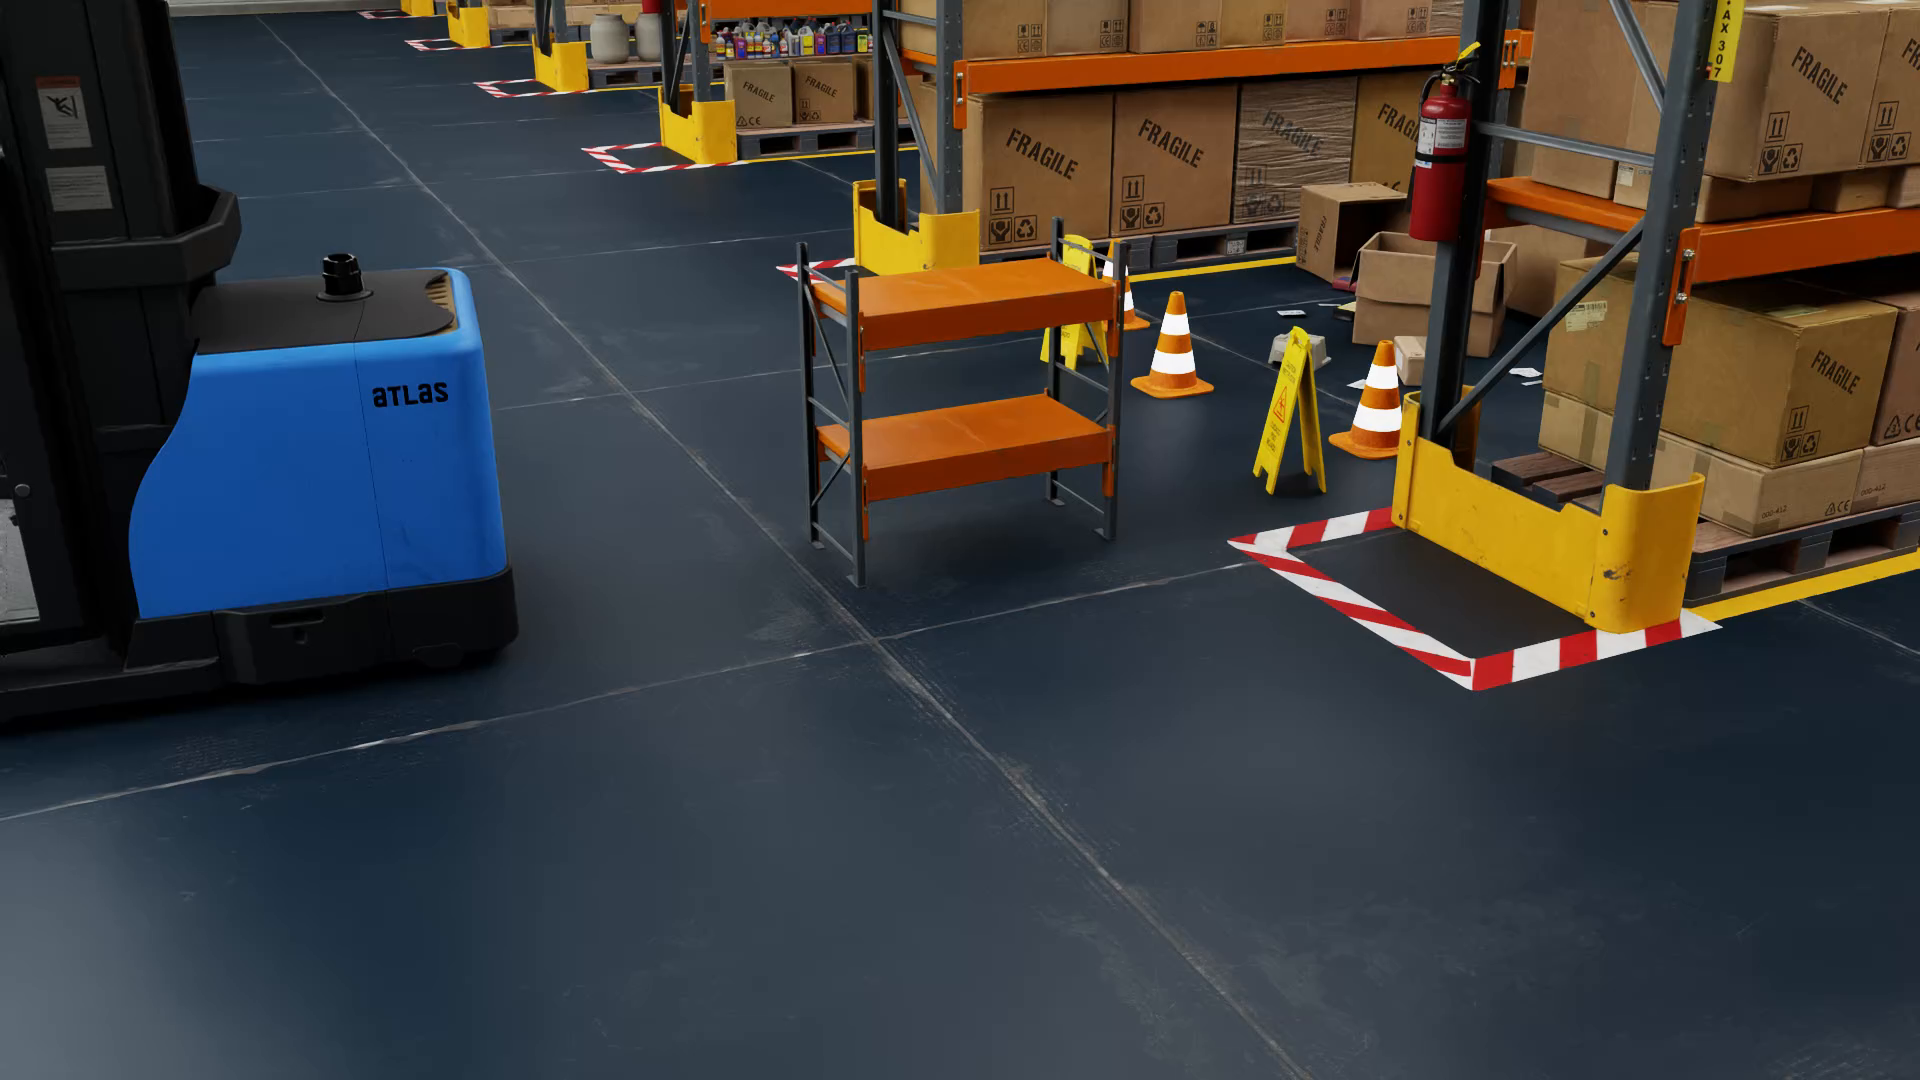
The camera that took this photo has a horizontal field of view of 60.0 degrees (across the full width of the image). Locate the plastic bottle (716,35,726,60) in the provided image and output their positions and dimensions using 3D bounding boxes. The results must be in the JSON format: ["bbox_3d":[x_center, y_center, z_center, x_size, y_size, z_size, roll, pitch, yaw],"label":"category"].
[{"bbox_3d":[-2.693,-5.543,18.710,0.097,0.271,0.097,0,22,0],"label":"plastic bottle"}]

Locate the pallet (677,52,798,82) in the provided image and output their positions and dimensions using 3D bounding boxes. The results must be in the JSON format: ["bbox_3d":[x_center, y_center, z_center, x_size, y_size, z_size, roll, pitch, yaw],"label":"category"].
[{"bbox_3d":[-2.581,-5.481,19.214,1.213,0.211,1.003,-10,25,-24],"label":"pallet"}]

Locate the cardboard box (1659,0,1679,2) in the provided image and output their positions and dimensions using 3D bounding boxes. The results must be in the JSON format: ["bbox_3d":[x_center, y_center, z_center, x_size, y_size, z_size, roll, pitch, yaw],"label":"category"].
[{"bbox_3d":[2.350,-2.090,5.550,0.500,0.500,0.700,-11,25,-25],"label":"cardboard box"}]

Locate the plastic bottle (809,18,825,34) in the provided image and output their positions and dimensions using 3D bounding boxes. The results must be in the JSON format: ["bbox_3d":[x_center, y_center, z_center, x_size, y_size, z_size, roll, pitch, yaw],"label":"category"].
[{"bbox_3d":[-1.702,-6.009,19.733,0.185,0.351,0.144,-10,25,-24],"label":"plastic bottle"}]

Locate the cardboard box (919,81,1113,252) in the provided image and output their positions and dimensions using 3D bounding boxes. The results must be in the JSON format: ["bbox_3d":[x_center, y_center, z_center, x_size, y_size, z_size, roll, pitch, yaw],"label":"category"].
[{"bbox_3d":[0.329,-2.321,10.164,0.875,0.875,0.875,-10,25,-23],"label":"cardboard box"}]

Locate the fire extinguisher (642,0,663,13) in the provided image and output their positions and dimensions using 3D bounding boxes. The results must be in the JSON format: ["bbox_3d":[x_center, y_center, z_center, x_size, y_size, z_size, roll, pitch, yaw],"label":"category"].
[{"bbox_3d":[-2.616,-4.804,14.034,0.183,0.674,0.296,-10,25,-24],"label":"fire extinguisher"}]

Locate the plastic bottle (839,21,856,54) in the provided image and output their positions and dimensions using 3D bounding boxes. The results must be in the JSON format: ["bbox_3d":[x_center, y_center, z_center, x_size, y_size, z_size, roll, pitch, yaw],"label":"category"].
[{"bbox_3d":[-1.313,-5.843,19.332,0.185,0.351,0.144,-11,25,-25],"label":"plastic bottle"}]

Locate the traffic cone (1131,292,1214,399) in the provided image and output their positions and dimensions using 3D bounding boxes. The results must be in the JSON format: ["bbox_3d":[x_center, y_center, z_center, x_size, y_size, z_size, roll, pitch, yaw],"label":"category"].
[{"bbox_3d":[1.025,-0.954,7.950,0.334,0.463,0.336,-10,25,-24],"label":"traffic cone"}]

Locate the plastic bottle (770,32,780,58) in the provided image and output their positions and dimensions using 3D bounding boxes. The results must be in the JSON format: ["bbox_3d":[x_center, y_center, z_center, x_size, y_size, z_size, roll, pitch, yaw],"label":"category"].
[{"bbox_3d":[-2.111,-5.650,18.969,0.097,0.271,0.097,0,22,0],"label":"plastic bottle"}]

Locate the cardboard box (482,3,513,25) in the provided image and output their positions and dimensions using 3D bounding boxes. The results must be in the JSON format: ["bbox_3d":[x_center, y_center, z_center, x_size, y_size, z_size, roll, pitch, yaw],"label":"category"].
[{"bbox_3d":[-6.251,-7.229,22.837,0.500,0.250,0.500,-10,25,-24],"label":"cardboard box"}]

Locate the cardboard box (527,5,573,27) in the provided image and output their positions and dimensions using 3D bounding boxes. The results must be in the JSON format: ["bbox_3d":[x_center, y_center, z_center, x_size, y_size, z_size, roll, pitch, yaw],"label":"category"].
[{"bbox_3d":[-5.578,-7.134,22.609,0.500,0.250,0.500,-10,25,-24],"label":"cardboard box"}]

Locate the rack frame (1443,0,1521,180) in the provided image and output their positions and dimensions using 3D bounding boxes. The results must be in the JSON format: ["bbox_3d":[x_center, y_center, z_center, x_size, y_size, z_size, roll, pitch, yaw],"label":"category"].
[{"bbox_3d":[3.351,-3.637,11.115,0.127,3.000,1.000,-10,25,-24],"label":"rack frame"}]

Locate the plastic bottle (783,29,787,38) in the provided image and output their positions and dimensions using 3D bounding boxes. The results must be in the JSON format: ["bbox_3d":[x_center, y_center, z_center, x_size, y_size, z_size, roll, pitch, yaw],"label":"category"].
[{"bbox_3d":[-1.971,-5.738,19.166,0.133,0.283,0.061,-10,25,-24],"label":"plastic bottle"}]

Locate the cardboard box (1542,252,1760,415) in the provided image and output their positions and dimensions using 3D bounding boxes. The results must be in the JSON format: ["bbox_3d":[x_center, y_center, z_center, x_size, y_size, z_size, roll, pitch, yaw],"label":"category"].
[{"bbox_3d":[2.593,-0.777,6.271,0.500,0.500,0.500,-10,25,-23],"label":"cardboard box"}]

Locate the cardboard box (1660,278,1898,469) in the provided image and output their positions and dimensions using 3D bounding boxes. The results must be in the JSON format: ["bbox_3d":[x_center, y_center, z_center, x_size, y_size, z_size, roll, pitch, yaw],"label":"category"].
[{"bbox_3d":[2.853,-0.597,5.836,0.500,0.500,0.500,-11,25,-25],"label":"cardboard box"}]

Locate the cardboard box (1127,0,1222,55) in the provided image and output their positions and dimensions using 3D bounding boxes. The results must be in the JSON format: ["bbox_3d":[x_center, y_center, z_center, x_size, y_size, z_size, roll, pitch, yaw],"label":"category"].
[{"bbox_3d":[1.107,-3.268,10.028,0.550,0.550,0.875,-10,25,-24],"label":"cardboard box"}]

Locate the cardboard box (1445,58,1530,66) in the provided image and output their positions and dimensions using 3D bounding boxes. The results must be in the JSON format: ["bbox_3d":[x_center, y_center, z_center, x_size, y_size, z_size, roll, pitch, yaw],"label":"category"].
[{"bbox_3d":[5.526,-5.346,17.473,0.875,0.875,1.225,-12,25,-26],"label":"cardboard box"}]

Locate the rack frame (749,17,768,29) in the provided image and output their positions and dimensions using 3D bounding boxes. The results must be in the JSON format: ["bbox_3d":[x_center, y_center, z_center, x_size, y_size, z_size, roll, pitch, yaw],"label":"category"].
[{"bbox_3d":[-3.002,-8.778,23.533,0.127,3.000,1.000,-10,25,-24],"label":"rack frame"}]

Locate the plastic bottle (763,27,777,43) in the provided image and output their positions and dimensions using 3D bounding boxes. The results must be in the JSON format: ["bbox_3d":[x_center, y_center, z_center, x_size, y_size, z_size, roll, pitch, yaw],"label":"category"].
[{"bbox_3d":[-2.231,-5.875,19.508,0.135,0.276,0.152,-10,25,-24],"label":"plastic bottle"}]

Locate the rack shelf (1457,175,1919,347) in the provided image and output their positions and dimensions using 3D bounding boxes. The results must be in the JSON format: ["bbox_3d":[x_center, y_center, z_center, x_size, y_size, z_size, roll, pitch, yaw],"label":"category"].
[{"bbox_3d":[3.787,-1.284,6.370,4.000,0.370,1.077,-10,25,-24],"label":"rack shelf"}]

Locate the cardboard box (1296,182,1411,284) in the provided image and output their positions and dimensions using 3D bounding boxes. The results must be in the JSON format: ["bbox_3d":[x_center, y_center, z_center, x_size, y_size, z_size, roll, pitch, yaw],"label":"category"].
[{"bbox_3d":[2.397,-1.872,10.116,0.500,0.500,0.500,-6,23,-14],"label":"cardboard box"}]

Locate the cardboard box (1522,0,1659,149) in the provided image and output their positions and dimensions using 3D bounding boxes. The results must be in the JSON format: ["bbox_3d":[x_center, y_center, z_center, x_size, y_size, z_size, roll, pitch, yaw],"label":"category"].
[{"bbox_3d":[2.354,-1.653,5.802,0.500,0.500,0.500,-11,25,-25],"label":"cardboard box"}]

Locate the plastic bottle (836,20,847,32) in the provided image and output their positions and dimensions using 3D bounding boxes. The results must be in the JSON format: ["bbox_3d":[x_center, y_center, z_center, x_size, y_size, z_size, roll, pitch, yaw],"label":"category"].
[{"bbox_3d":[-1.375,-5.893,19.453,0.185,0.351,0.144,-10,25,-24],"label":"plastic bottle"}]

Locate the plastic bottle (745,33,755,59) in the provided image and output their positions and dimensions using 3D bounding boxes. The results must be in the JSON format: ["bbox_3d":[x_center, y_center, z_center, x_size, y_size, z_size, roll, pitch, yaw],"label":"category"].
[{"bbox_3d":[-2.384,-5.599,18.847,0.097,0.271,0.097,0,22,0],"label":"plastic bottle"}]

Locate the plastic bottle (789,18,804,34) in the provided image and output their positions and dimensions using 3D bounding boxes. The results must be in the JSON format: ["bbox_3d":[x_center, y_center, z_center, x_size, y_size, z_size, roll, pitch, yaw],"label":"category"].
[{"bbox_3d":[-1.935,-6.027,19.777,0.185,0.351,0.144,-12,25,-26],"label":"plastic bottle"}]

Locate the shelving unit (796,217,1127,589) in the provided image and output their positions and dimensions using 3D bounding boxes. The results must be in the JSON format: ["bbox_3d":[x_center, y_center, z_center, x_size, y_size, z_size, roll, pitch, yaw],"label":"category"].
[{"bbox_3d":[0.006,-0.521,6.038,1.048,1.125,0.538,-10,25,-24],"label":"shelving unit"}]

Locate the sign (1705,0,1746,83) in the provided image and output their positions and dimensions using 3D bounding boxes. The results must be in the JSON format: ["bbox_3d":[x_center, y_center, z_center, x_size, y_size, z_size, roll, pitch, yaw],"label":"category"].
[{"bbox_3d":[2.220,-1.497,4.814,0.005,0.325,0.100,-10,25,-24],"label":"sign"}]

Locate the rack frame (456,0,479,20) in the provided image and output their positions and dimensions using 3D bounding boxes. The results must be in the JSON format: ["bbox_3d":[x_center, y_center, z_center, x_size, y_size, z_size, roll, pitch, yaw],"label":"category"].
[{"bbox_3d":[-6.606,-8.114,21.931,0.127,3.000,1.000,-10,25,-24],"label":"rack frame"}]

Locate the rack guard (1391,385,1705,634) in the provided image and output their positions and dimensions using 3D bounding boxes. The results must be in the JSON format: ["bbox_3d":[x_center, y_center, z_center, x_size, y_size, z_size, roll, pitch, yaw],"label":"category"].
[{"bbox_3d":[2.053,-0.142,5.940,0.348,0.500,1.175,-10,25,-24],"label":"rack guard"}]

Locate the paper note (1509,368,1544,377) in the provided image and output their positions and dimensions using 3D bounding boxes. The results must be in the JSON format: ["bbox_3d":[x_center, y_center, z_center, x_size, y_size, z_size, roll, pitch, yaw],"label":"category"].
[{"bbox_3d":[2.803,-0.839,8.253,0.142,0.019,0.148,-2,23,-5],"label":"paper note"}]

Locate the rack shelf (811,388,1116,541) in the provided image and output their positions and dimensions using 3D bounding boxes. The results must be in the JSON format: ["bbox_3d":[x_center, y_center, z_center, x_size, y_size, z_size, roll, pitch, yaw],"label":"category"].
[{"bbox_3d":[0.006,-0.295,6.131,1.000,0.278,0.538,-10,25,-24],"label":"rack shelf"}]

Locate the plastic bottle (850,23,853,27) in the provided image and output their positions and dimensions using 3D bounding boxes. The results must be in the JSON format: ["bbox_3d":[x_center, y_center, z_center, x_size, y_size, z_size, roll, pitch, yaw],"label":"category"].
[{"bbox_3d":[-1.335,-6.111,20.083,0.097,0.271,0.097,0,22,0],"label":"plastic bottle"}]

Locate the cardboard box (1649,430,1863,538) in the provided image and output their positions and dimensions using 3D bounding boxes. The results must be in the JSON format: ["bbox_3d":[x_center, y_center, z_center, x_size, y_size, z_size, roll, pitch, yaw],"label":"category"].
[{"bbox_3d":[2.831,-0.246,5.970,0.500,0.250,0.500,-11,25,-24],"label":"cardboard box"}]

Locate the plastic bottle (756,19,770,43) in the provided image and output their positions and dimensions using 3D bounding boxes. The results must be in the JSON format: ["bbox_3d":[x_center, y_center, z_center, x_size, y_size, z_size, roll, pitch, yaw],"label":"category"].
[{"bbox_3d":[-2.318,-5.957,19.607,0.185,0.351,0.144,-11,25,-24],"label":"plastic bottle"}]

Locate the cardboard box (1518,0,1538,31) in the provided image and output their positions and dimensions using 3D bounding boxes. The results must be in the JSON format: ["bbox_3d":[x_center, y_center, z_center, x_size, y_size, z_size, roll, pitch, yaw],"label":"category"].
[{"bbox_3d":[3.941,-3.678,11.082,0.500,0.500,0.500,-10,25,-23],"label":"cardboard box"}]

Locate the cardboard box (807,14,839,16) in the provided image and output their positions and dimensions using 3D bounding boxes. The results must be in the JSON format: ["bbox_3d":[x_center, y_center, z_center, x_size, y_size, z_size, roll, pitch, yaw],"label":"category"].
[{"bbox_3d":[-2.070,-7.767,24.138,0.500,0.250,0.500,-10,24,-22],"label":"cardboard box"}]

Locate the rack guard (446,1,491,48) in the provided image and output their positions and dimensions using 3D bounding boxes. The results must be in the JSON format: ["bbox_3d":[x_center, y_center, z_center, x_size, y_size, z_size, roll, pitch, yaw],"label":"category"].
[{"bbox_3d":[-6.628,-6.955,22.399,0.348,0.500,1.175,-10,25,-24],"label":"rack guard"}]

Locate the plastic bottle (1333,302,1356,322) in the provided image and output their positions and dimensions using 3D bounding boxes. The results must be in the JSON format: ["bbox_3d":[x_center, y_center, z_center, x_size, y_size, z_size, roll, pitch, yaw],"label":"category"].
[{"bbox_3d":[2.207,-1.279,9.259,0.133,0.061,0.283,20,30,40],"label":"plastic bottle"}]

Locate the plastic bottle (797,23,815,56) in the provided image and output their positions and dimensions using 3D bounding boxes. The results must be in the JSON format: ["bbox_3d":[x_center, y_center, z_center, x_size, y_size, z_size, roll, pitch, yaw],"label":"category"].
[{"bbox_3d":[-1.776,-5.758,19.126,0.185,0.351,0.144,-11,25,-24],"label":"plastic bottle"}]

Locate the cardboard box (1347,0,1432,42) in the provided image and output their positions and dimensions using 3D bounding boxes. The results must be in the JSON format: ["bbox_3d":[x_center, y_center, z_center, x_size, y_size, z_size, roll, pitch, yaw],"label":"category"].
[{"bbox_3d":[2.538,-3.542,10.689,0.550,0.550,0.875,-10,25,-24],"label":"cardboard box"}]

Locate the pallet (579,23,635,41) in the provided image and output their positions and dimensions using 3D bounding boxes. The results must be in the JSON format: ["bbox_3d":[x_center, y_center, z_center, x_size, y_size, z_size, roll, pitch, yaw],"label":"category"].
[{"bbox_3d":[-4.838,-7.168,23.290,1.213,0.211,1.003,-10,25,-24],"label":"pallet"}]

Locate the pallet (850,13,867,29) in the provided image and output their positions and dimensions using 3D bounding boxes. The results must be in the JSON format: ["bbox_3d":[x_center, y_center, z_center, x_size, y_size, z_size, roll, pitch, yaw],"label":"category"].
[{"bbox_3d":[-1.254,-7.829,24.887,1.213,0.211,1.003,-10,25,-24],"label":"pallet"}]

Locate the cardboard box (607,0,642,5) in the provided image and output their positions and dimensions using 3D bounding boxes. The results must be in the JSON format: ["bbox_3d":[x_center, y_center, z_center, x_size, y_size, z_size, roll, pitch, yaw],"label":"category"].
[{"bbox_3d":[-4.674,-7.644,22.861,0.500,0.500,0.500,-10,25,-24],"label":"cardboard box"}]

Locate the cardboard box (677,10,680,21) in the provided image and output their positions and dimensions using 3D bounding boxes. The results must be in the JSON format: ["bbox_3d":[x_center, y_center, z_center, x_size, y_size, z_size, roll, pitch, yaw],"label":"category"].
[{"bbox_3d":[-4.224,-7.382,23.206,0.500,0.250,0.500,-10,25,-24],"label":"cardboard box"}]

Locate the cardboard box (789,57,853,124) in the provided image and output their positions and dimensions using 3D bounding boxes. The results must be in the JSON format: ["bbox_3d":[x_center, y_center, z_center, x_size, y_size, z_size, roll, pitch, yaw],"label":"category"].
[{"bbox_3d":[-1.220,-3.947,14.584,0.500,0.500,0.500,-4,23,-10],"label":"cardboard box"}]

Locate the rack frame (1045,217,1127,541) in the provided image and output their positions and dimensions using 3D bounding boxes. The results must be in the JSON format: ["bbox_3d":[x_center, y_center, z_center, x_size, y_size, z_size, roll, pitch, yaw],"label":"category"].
[{"bbox_3d":[0.464,-0.605,6.241,0.032,1.125,0.500,-10,25,-24],"label":"rack frame"}]

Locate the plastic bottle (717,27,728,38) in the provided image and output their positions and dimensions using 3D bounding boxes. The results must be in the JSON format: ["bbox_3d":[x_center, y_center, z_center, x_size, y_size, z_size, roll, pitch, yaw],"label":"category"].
[{"bbox_3d":[-2.758,-5.839,19.421,0.135,0.276,0.152,-10,25,-23],"label":"plastic bottle"}]

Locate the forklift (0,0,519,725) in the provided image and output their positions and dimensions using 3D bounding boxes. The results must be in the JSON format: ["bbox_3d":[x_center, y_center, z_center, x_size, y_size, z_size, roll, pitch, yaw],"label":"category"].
[{"bbox_3d":[-2.989,-0.967,4.754,3.031,2.935,1.130,-7,24,-16],"label":"forklift"}]

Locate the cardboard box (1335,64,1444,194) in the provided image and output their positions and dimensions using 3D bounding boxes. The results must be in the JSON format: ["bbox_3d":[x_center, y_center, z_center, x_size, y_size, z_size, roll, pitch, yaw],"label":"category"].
[{"bbox_3d":[2.754,-2.769,11.247,0.875,0.875,0.875,-10,25,-23],"label":"cardboard box"}]

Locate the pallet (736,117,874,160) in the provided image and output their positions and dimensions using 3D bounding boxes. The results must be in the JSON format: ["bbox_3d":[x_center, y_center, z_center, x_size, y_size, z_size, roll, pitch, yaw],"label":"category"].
[{"bbox_3d":[-1.498,-3.546,14.541,1.213,0.211,1.003,-10,25,-24],"label":"pallet"}]

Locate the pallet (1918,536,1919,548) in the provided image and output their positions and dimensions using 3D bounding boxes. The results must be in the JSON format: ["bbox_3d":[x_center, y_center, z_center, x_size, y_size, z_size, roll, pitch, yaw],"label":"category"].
[{"bbox_3d":[3.898,-0.332,6.776,1.213,0.211,1.003,-10,25,-24],"label":"pallet"}]

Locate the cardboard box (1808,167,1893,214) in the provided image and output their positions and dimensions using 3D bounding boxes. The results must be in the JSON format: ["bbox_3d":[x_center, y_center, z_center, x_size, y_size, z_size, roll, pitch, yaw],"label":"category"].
[{"bbox_3d":[2.876,-1.216,5.595,0.250,0.149,0.380,-11,25,-25],"label":"cardboard box"}]
